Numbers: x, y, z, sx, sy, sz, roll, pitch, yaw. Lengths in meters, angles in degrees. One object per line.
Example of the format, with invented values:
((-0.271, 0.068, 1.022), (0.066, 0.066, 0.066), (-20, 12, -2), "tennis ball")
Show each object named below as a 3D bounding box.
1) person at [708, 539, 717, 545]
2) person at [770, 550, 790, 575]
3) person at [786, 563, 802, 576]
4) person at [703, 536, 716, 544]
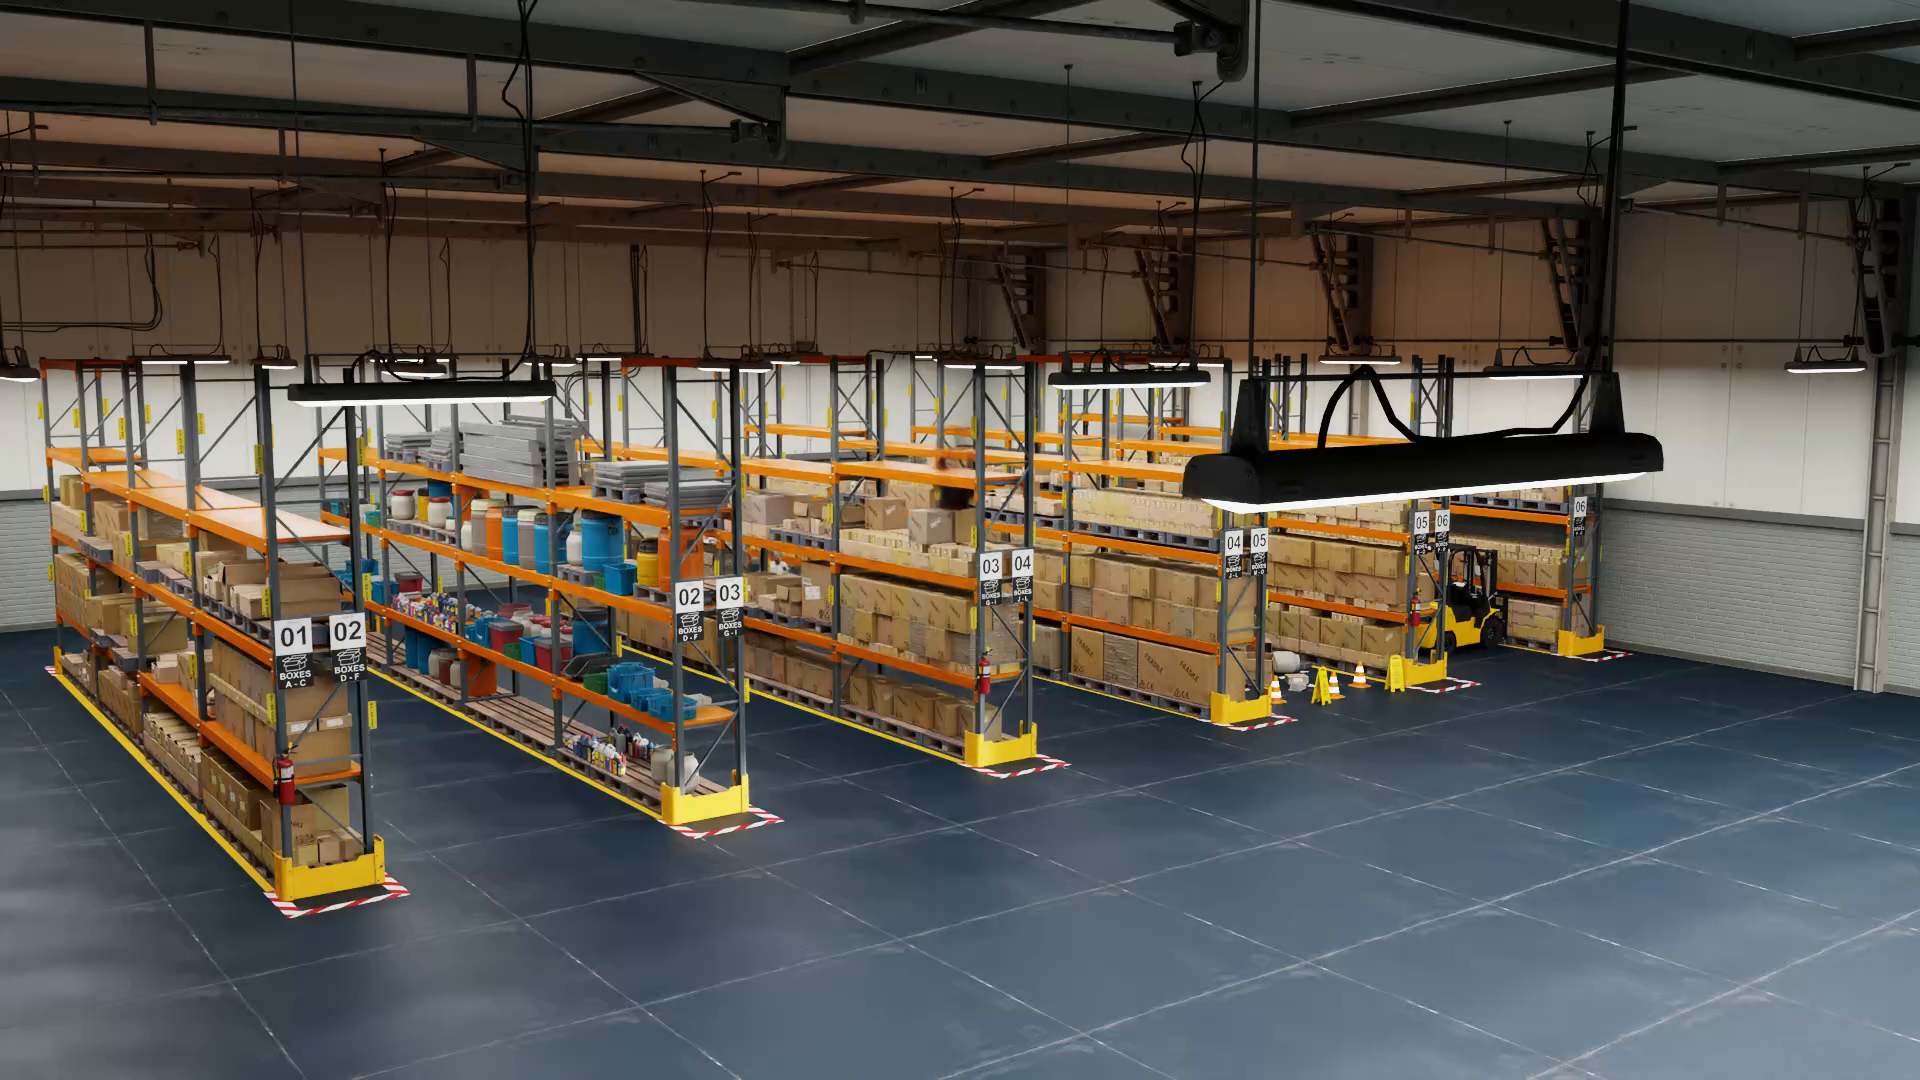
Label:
((-5.875, 0.803, 39.192), (0.602, 1.690, 0.857), (-2, 7, -15), "person")
((-4.030, 1.073, 36.689), (0.655, 1.760, 0.652), (-4, 8, -32), "person")
((-4.172, 0.520, 41.809), (0.649, 1.661, 0.676), (3, 8, 26), "person")
((-6.308, 0.571, 40.959), (0.768, 1.691, 1.003), (7, 10, 44), "person")
